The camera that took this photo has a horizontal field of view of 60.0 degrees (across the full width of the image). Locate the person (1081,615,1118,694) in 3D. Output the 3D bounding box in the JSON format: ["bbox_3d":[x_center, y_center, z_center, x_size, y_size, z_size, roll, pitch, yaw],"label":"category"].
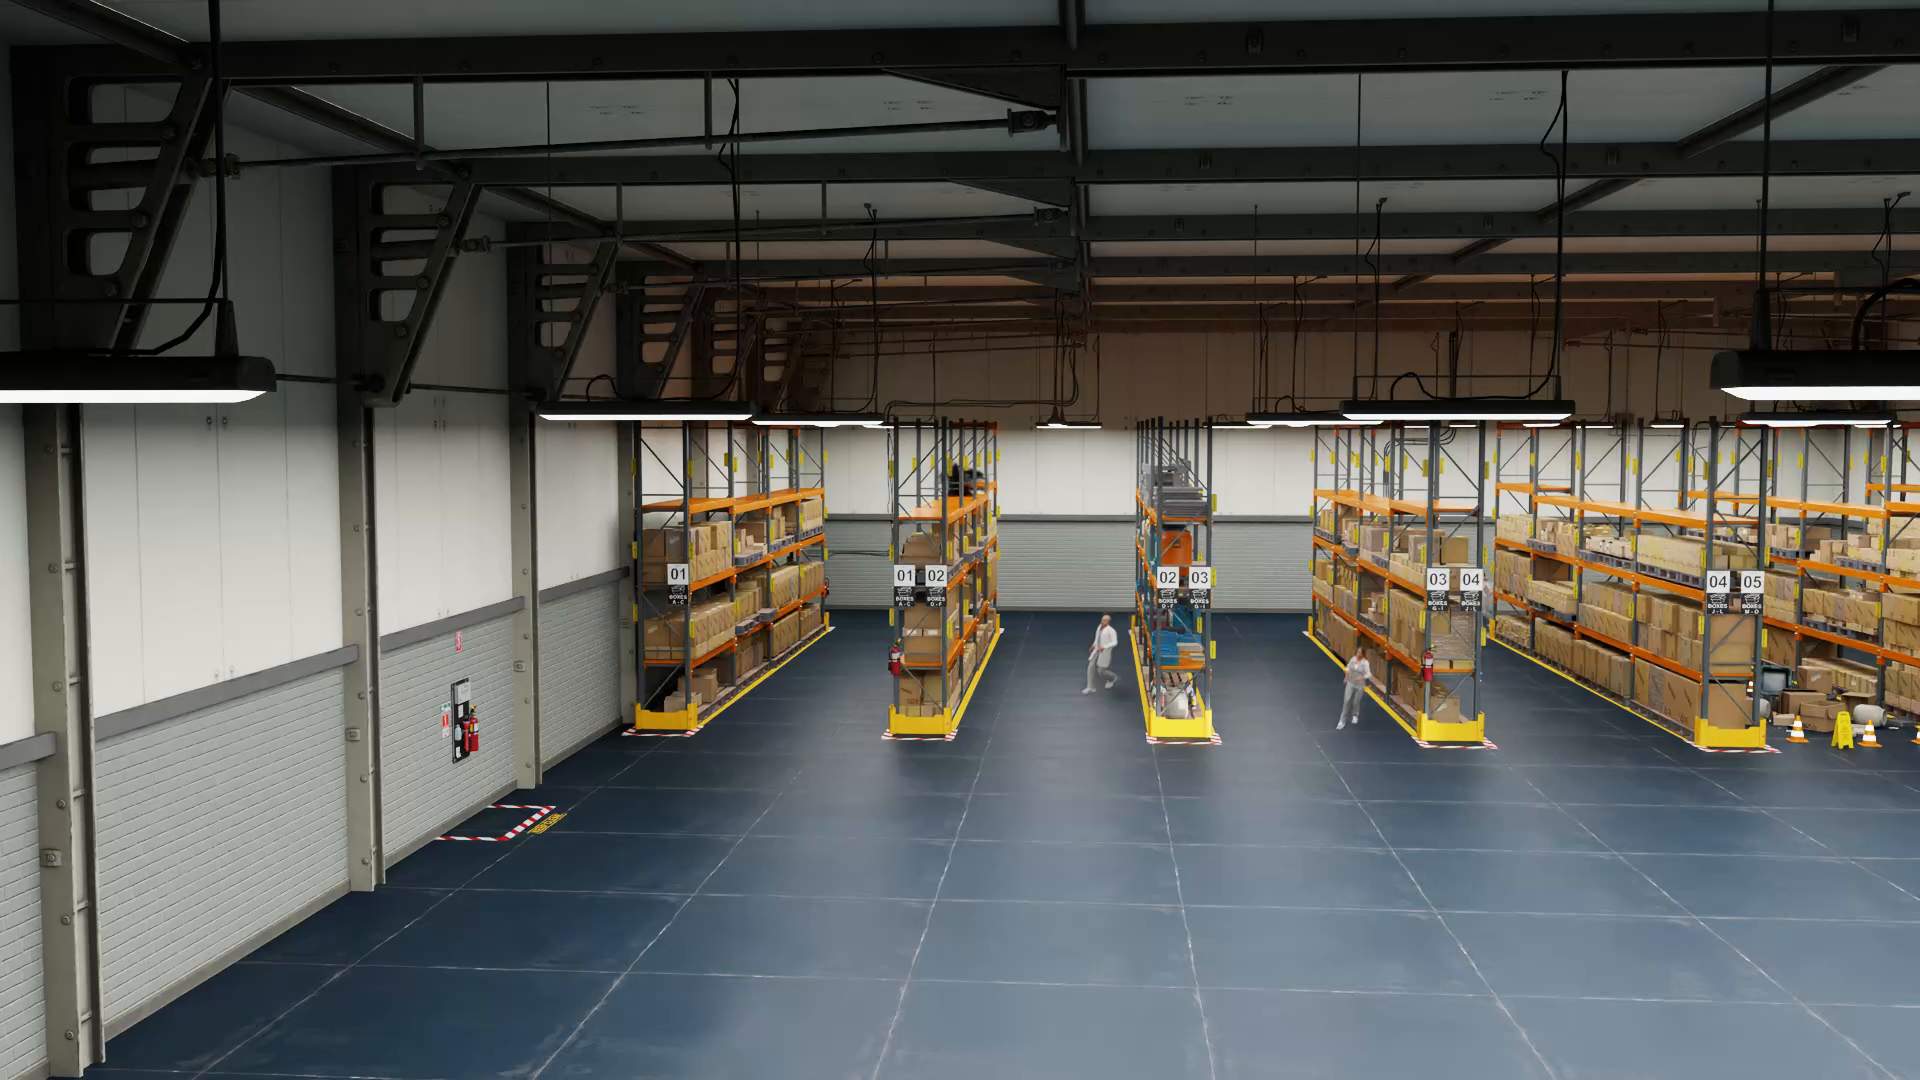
[{"bbox_3d":[3.159,2.487,36.280,0.925,1.729,0.745,-3,5,-41],"label":"person"}]

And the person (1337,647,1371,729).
[{"bbox_3d":[7.618,2.818,31.980,0.582,1.563,0.858,2,4,24],"label":"person"}]

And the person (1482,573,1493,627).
[{"bbox_3d":[15.100,1.781,47.787,0.811,1.694,0.562,-3,5,-35],"label":"person"}]

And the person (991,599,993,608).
[{"bbox_3d":[0.840,1.635,49.210,0.677,1.812,0.826,-2,4,-33],"label":"person"}]
